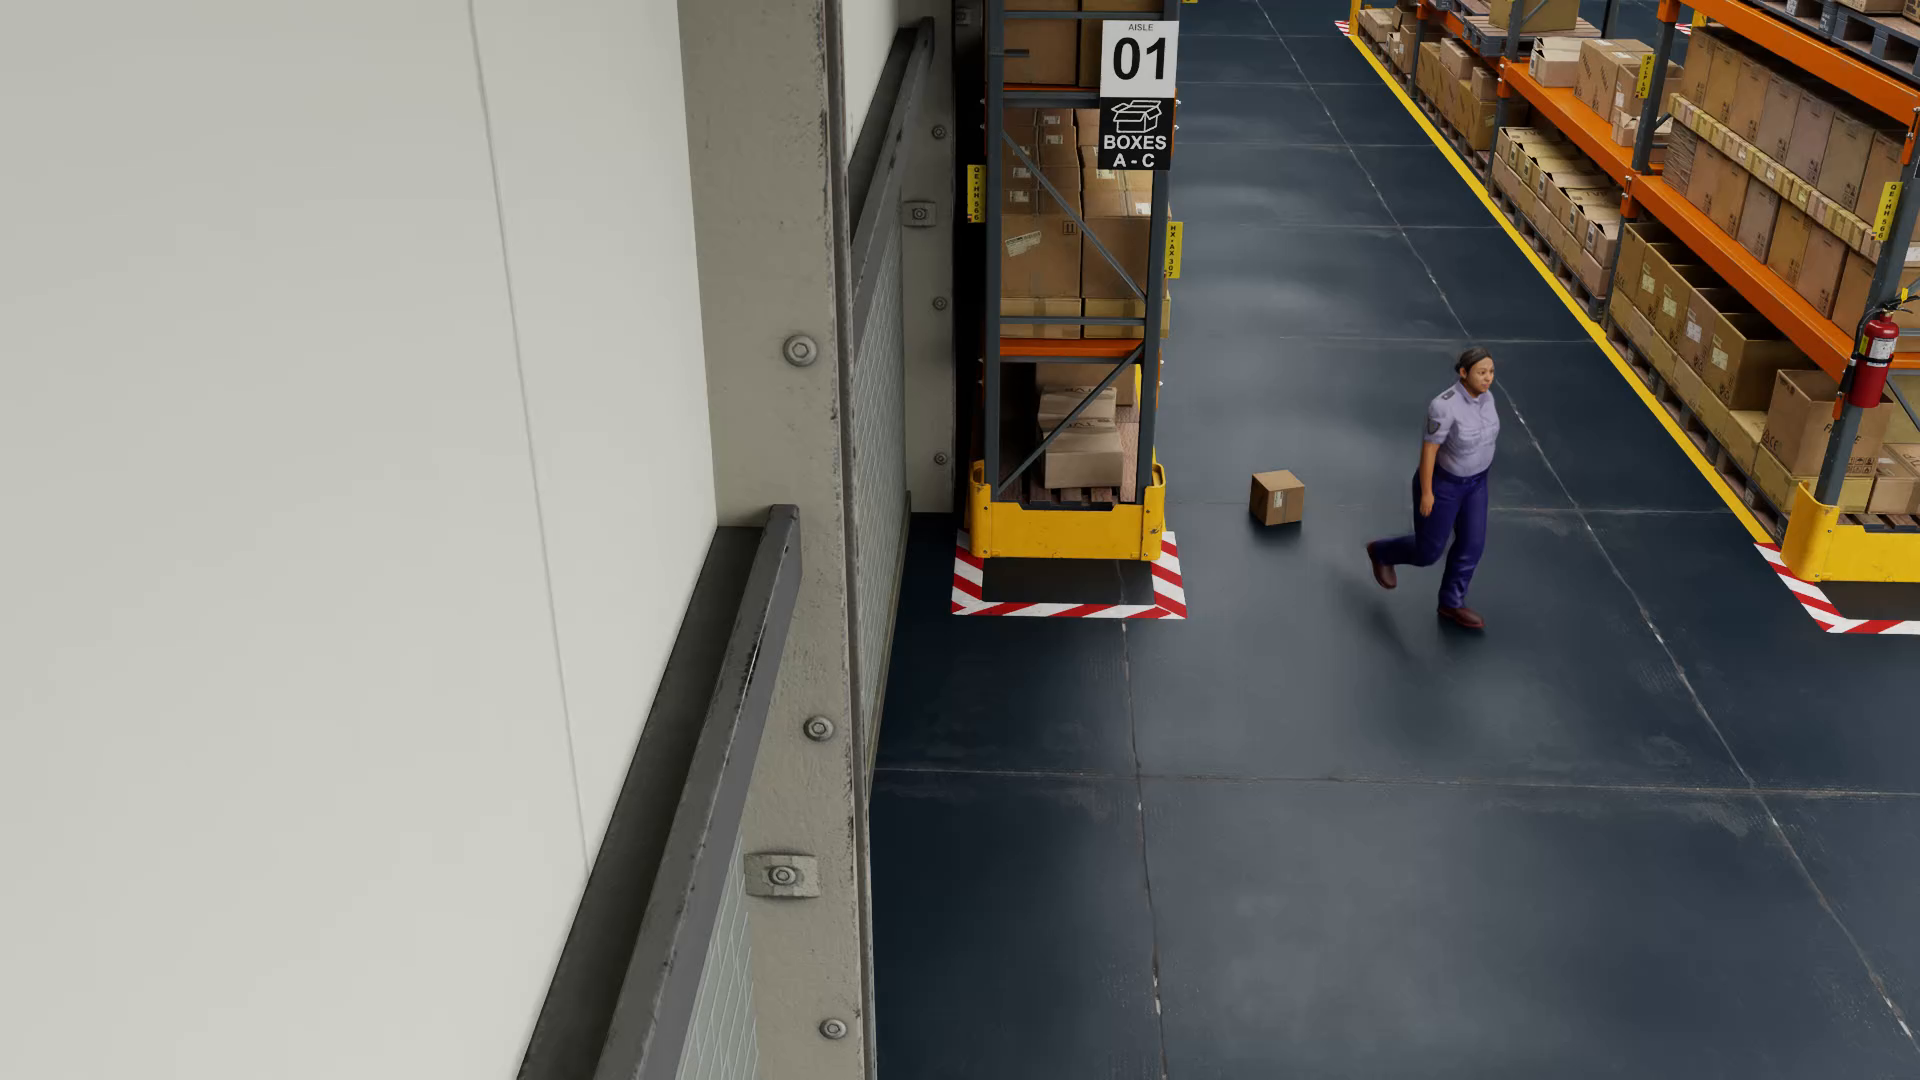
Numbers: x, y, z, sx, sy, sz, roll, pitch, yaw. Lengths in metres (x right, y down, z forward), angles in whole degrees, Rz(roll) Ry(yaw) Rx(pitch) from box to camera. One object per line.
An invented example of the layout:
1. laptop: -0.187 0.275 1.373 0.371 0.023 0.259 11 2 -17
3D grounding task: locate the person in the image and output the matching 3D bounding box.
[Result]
1. person: 2.672 -0.331 9.226 0.487 1.620 0.739 -18 33 -29
